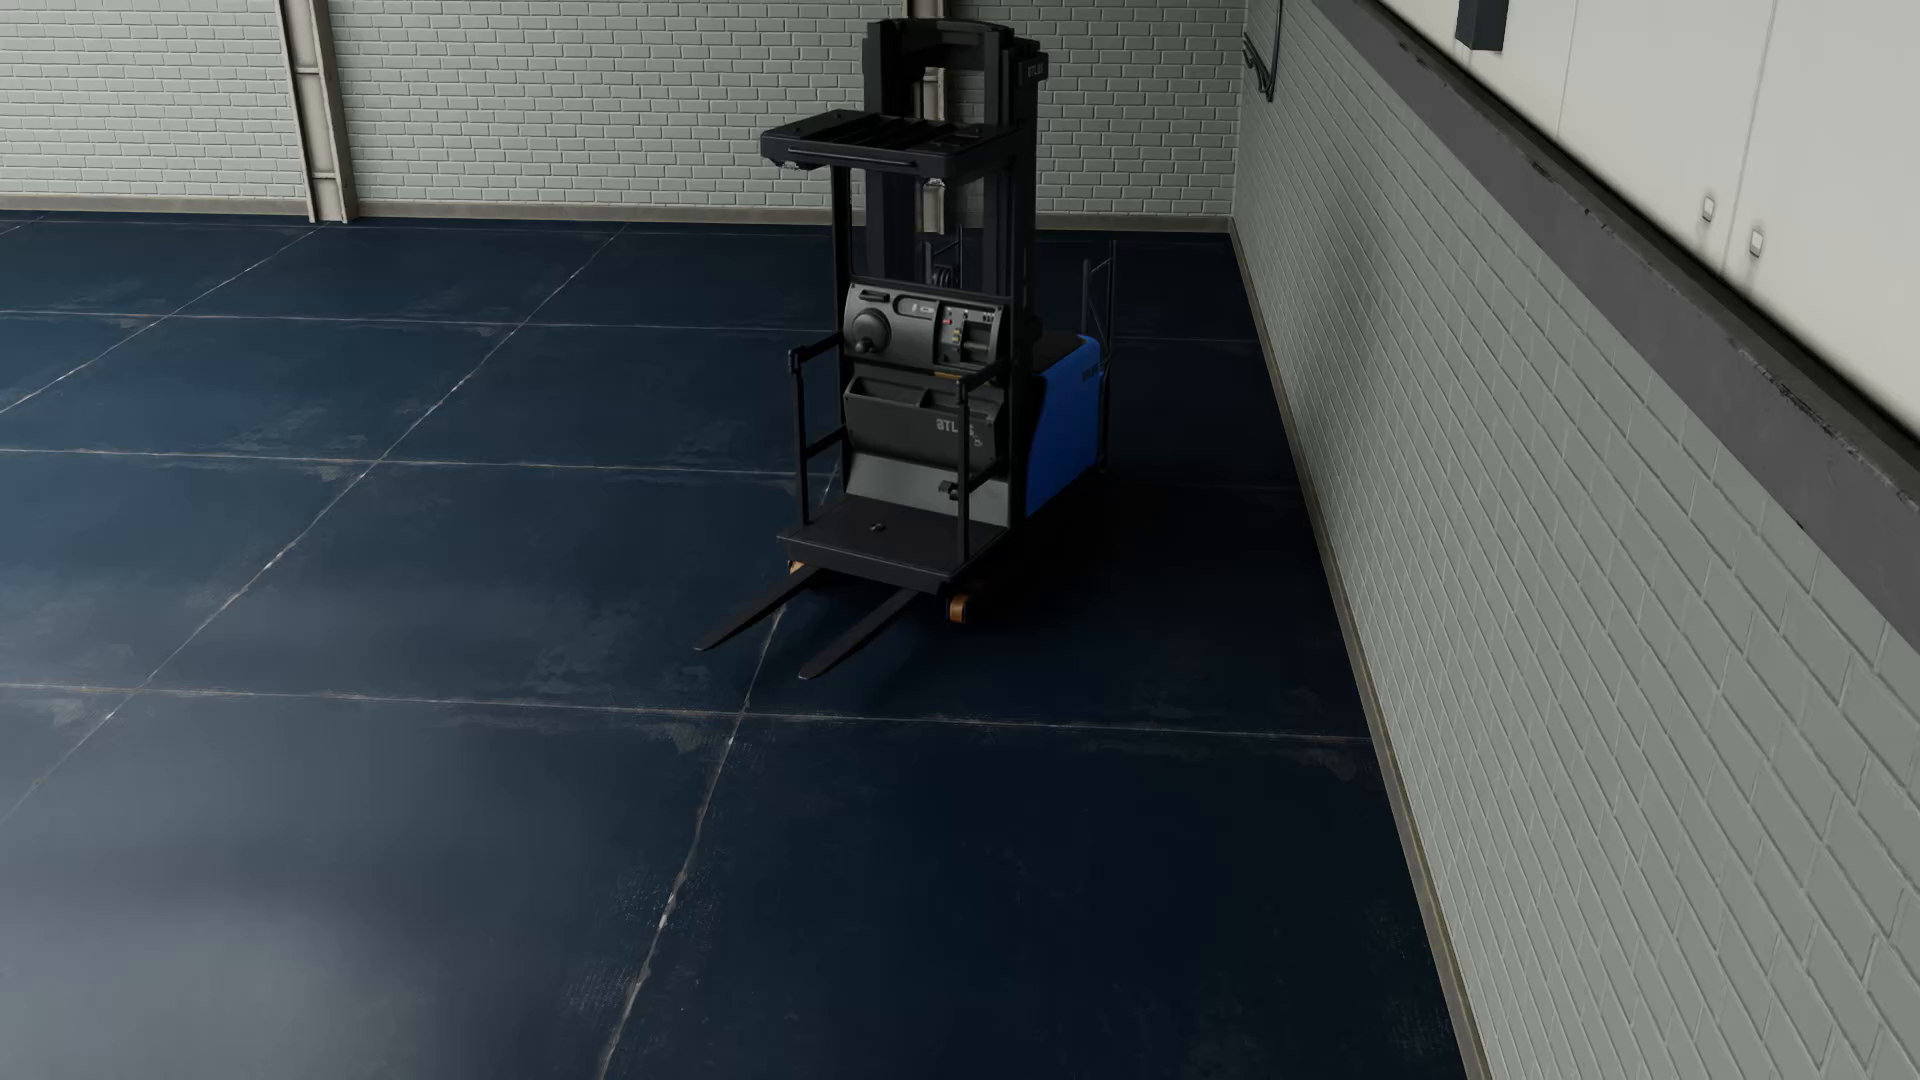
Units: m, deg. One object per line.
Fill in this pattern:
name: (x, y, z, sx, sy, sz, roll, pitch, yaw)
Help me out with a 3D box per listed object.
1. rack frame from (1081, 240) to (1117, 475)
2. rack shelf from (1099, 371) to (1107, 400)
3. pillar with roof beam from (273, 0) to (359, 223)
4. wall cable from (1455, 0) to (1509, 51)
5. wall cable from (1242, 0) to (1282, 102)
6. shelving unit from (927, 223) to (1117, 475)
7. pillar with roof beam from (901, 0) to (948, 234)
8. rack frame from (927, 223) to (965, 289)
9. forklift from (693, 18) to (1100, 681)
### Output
rack frame: (0.839, -1.049, 10.236, 0.032, 1.500, 0.500, 11, 27, 22)
rack shelf: (0.376, -0.973, 10.502, 1.000, 0.185, 0.538, 11, 27, 22)
pillar with roof beam: (-6.644, -5.539, 11.023, 0.400, 9.000, 9.100, 2, 25, 4)
wall cable: (1.761, -4.085, 3.793, 0.169, 6.003, 2.305, 2, 25, 4)
wall cable: (2.504, -5.085, 13.751, 0.112, 2.526, 3.097, 2, 25, 4)
shelving unit: (0.376, -1.137, 10.426, 1.048, 1.500, 0.538, 11, 27, 22)
pillar with roof beam: (-0.662, -5.347, 10.605, 0.400, 9.000, 9.100, 2, 25, 4)
rack frame: (-0.087, -1.225, 10.617, 0.032, 1.500, 0.500, 11, 27, 22)
forklift: (-0.296, -1.098, 8.630, 1.130, 2.935, 3.031, 12, 28, 25)
